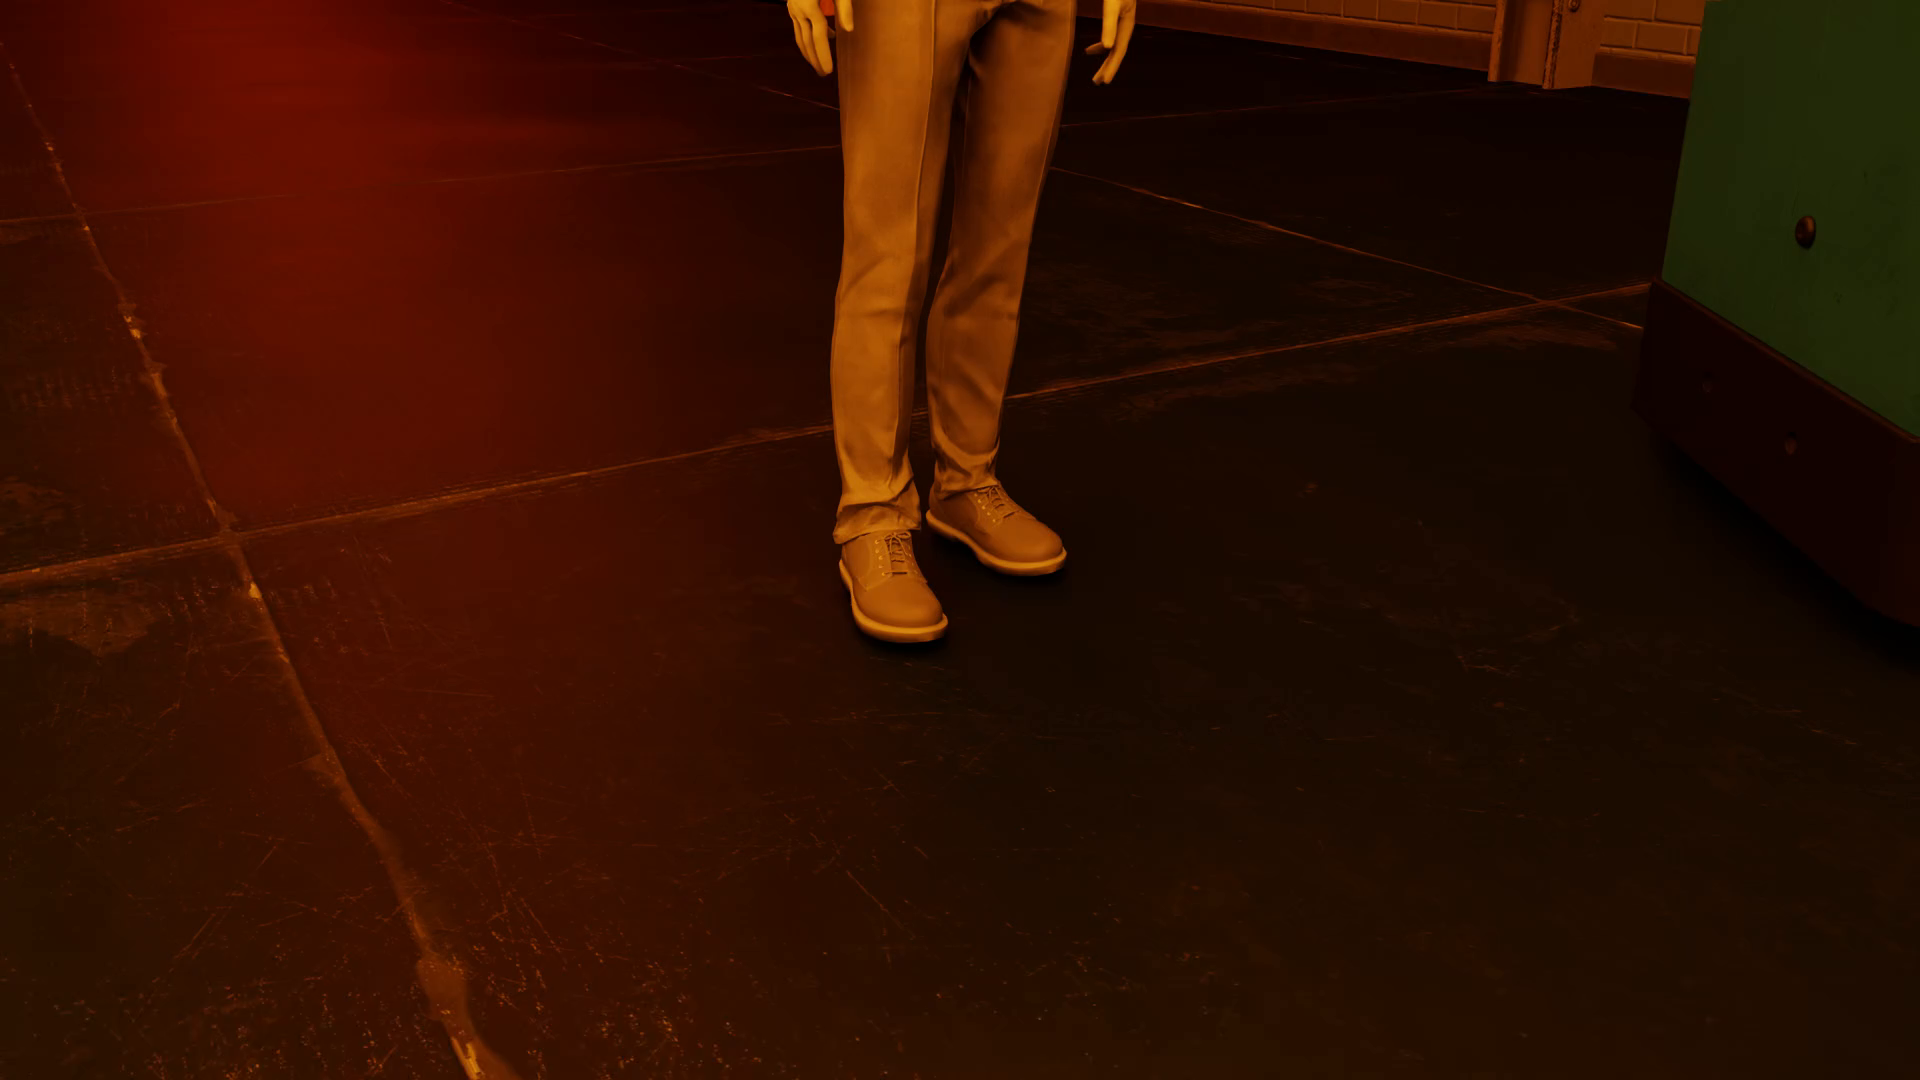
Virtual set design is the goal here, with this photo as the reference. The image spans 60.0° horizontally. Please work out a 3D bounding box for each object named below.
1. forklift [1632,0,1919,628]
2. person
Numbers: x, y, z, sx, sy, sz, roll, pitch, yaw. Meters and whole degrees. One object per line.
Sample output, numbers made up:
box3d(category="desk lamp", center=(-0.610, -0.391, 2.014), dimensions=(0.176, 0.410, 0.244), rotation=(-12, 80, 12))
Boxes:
box3d(category="forklift", center=(2.732, -1.356, 2.077), dimensions=(3.031, 2.935, 1.130), rotation=(0, 22, 1))
box3d(category="person", center=(0.029, -0.766, 2.252), dimensions=(0.587, 1.694, 0.529), rotation=(-12, 25, -28))
